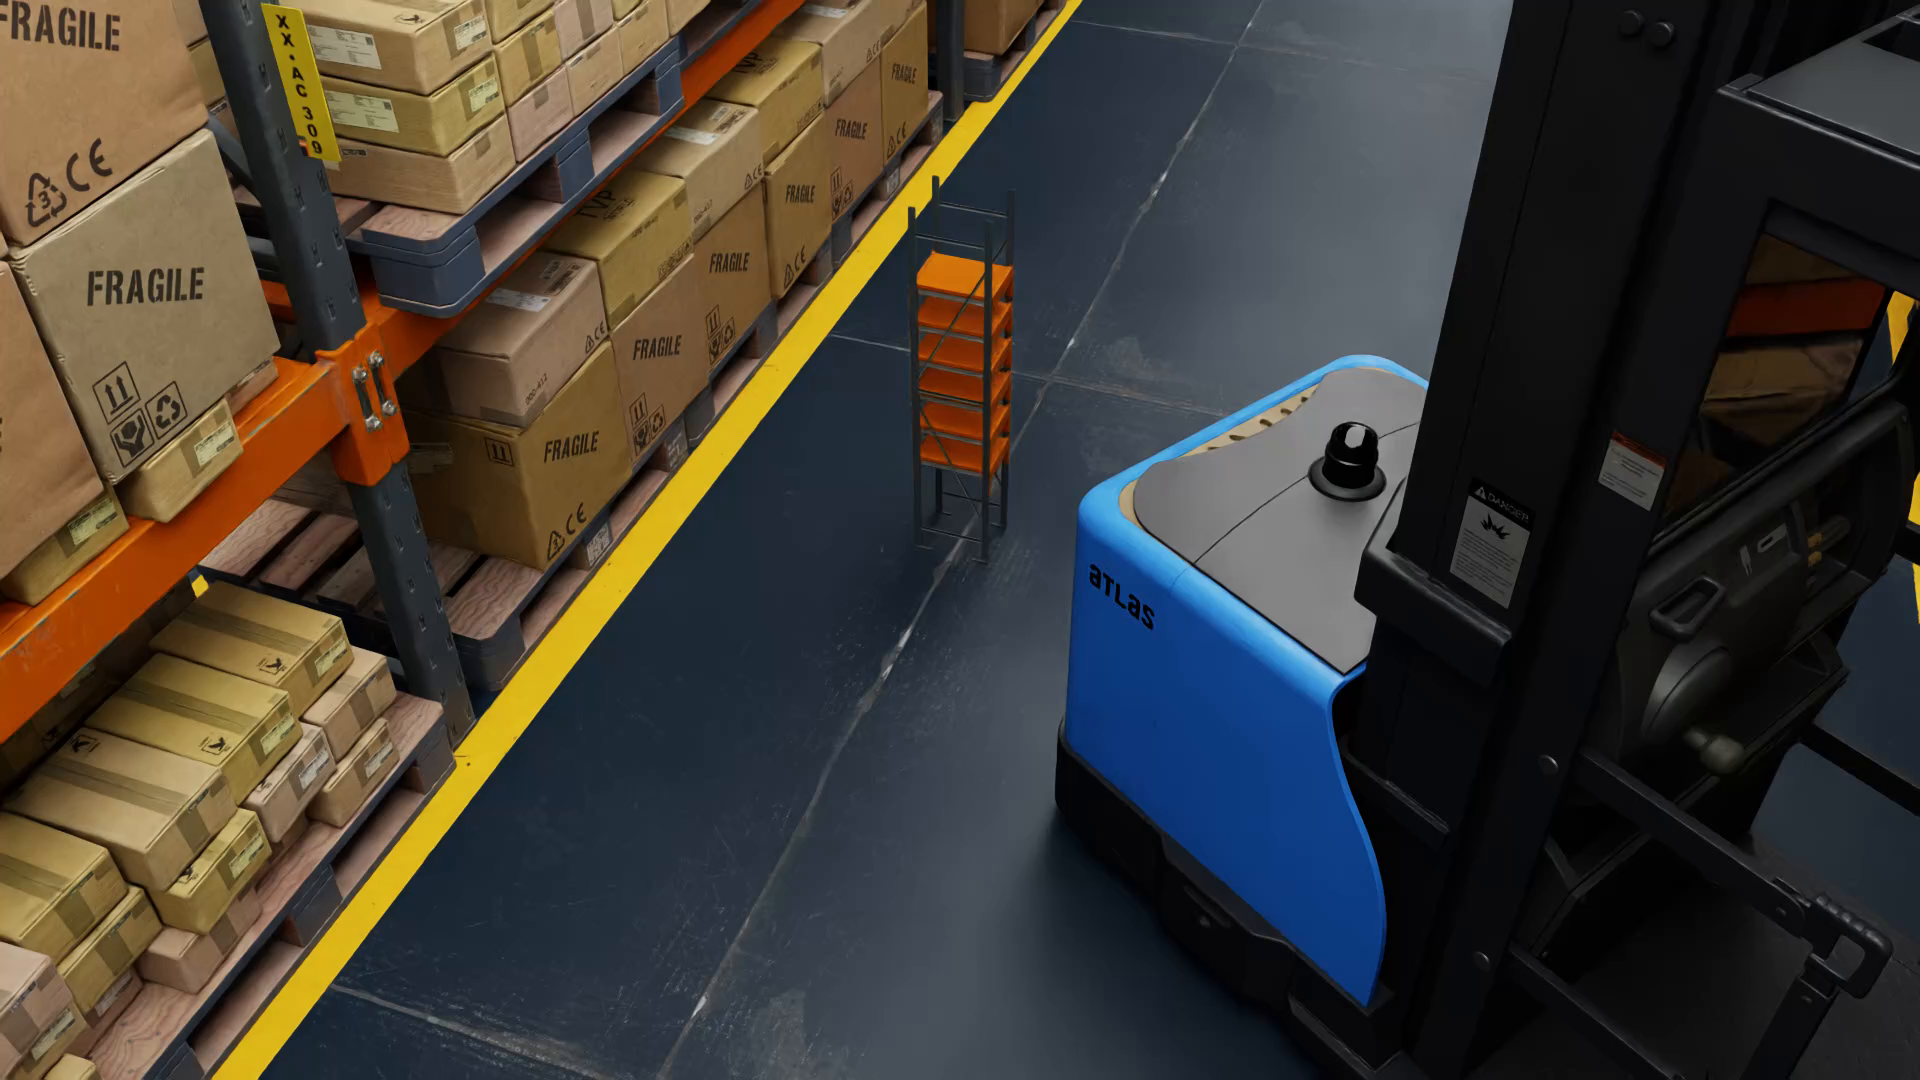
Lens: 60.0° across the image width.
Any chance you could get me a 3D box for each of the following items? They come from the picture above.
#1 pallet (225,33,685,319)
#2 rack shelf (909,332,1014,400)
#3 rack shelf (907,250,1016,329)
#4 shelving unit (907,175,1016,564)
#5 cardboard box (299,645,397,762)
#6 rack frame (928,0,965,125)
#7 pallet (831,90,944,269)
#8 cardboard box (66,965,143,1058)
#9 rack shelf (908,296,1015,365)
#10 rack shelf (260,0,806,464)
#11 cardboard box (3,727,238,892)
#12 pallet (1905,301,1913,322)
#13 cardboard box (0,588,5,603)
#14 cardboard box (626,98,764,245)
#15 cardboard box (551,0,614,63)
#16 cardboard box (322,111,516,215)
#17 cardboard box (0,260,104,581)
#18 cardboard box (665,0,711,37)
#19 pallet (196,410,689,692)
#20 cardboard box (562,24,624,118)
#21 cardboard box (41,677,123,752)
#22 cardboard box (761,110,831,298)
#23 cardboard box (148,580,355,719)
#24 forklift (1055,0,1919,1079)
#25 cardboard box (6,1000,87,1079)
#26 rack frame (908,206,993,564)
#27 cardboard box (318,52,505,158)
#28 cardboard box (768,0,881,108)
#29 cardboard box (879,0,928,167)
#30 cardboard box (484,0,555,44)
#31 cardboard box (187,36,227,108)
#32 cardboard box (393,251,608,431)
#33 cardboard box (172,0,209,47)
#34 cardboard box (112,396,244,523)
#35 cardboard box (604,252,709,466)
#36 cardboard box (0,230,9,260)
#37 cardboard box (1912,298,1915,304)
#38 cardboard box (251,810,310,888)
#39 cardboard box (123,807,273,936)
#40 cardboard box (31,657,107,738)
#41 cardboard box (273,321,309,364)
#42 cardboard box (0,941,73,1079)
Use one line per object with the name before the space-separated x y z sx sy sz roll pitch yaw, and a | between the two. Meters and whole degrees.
pallet | -1.441 -1.063 4.333 1.003 0.211 1.213 13 42 15
rack shelf | 0.005 -0.523 4.822 0.258 0.103 0.180 13 42 15
rack shelf | 0.005 -0.705 4.666 0.258 0.103 0.180 13 42 15
shelving unit | 0.005 -0.465 4.871 0.258 1.200 0.189 13 42 15
cardboard box | -1.648 0.372 4.147 0.380 0.149 0.250 14 42 16
rack frame | -0.471 -3.142 6.622 1.000 3.000 0.127 13 42 15
pallet | -0.740 -1.605 6.969 1.003 0.211 1.213 13 42 15
cardboard box | -2.054 0.986 3.656 0.380 0.149 0.250 12 42 14
rack shelf | 0.005 -0.614 4.744 0.258 0.103 0.180 13 42 15
rack shelf | -1.155 -1.649 5.426 1.077 0.370 4.000 13 42 15
cardboard box | -1.845 0.589 3.663 0.380 0.149 0.250 13 42 15
pallet | 3.815 -0.455 5.620 1.003 0.211 1.213 13 42 15
cardboard box | -2.003 0.092 3.024 0.380 0.149 0.250 12 42 14
cardboard box | -0.980 -1.224 5.398 0.500 0.250 0.500 15 43 17
cardboard box | -1.097 -1.334 4.143 0.380 0.149 0.250 14 42 16
cardboard box | -1.272 -0.905 3.870 0.380 0.149 0.250 11 42 13
cardboard box | -1.918 -0.180 2.843 0.500 0.500 0.500 12 42 14
cardboard box | -0.920 -1.535 4.608 0.380 0.149 0.250 12 42 13
pallet | -1.574 -0.117 5.224 1.003 0.211 1.213 13 42 15
cardboard box | -1.094 -1.227 4.247 0.380 0.149 0.250 14 42 15
cardboard box | -2.266 0.433 4.075 0.380 0.149 0.250 14 42 15
cardboard box | -0.797 -1.250 6.006 0.500 0.500 0.500 11 42 13
cardboard box | -1.716 0.271 4.036 0.380 0.149 0.250 14 43 16
forklift | 1.558 0.155 2.810 1.130 2.935 3.031 -27 47 -28
cardboard box | -2.051 0.998 3.413 0.380 0.149 0.250 14 43 16
rack frame | -0.026 -0.409 4.806 0.240 1.200 0.006 13 42 15
cardboard box | -1.272 -1.018 3.773 0.380 0.149 0.250 14 42 16
cardboard box | -0.621 -1.851 6.133 0.500 0.250 0.500 14 42 16
cardboard box | -0.451 -1.892 6.758 0.500 0.500 0.500 13 42 15
cardboard box | -1.183 -1.303 3.877 0.380 0.149 0.250 14 43 16
cardboard box | -1.889 -1.166 3.947 0.380 0.149 0.250 15 43 16
cardboard box | -1.338 -0.589 4.653 0.500 0.250 0.500 12 42 13
cardboard box | -1.885 -1.281 3.852 0.380 0.149 0.250 15 43 17
cardboard box | -1.702 -0.200 3.366 0.380 0.149 0.250 12 42 14
cardboard box | -1.158 -0.626 5.275 0.500 0.500 0.500 15 43 17
cardboard box | -1.917 -0.571 2.531 0.500 0.500 0.500 12 42 14
cardboard box | 3.900 -0.915 5.325 1.225 0.875 0.875 11 42 13
cardboard box | -1.820 0.677 4.018 0.380 0.149 0.250 14 43 16
cardboard box | -1.804 0.707 3.754 0.380 0.149 0.250 12 42 14
cardboard box | -2.301 0.315 3.984 0.380 0.149 0.250 15 43 17
cardboard box | -1.822 -0.707 4.792 0.500 0.250 0.500 12 42 14
cardboard box | -2.012 0.915 3.281 0.380 0.149 0.250 11 42 13
